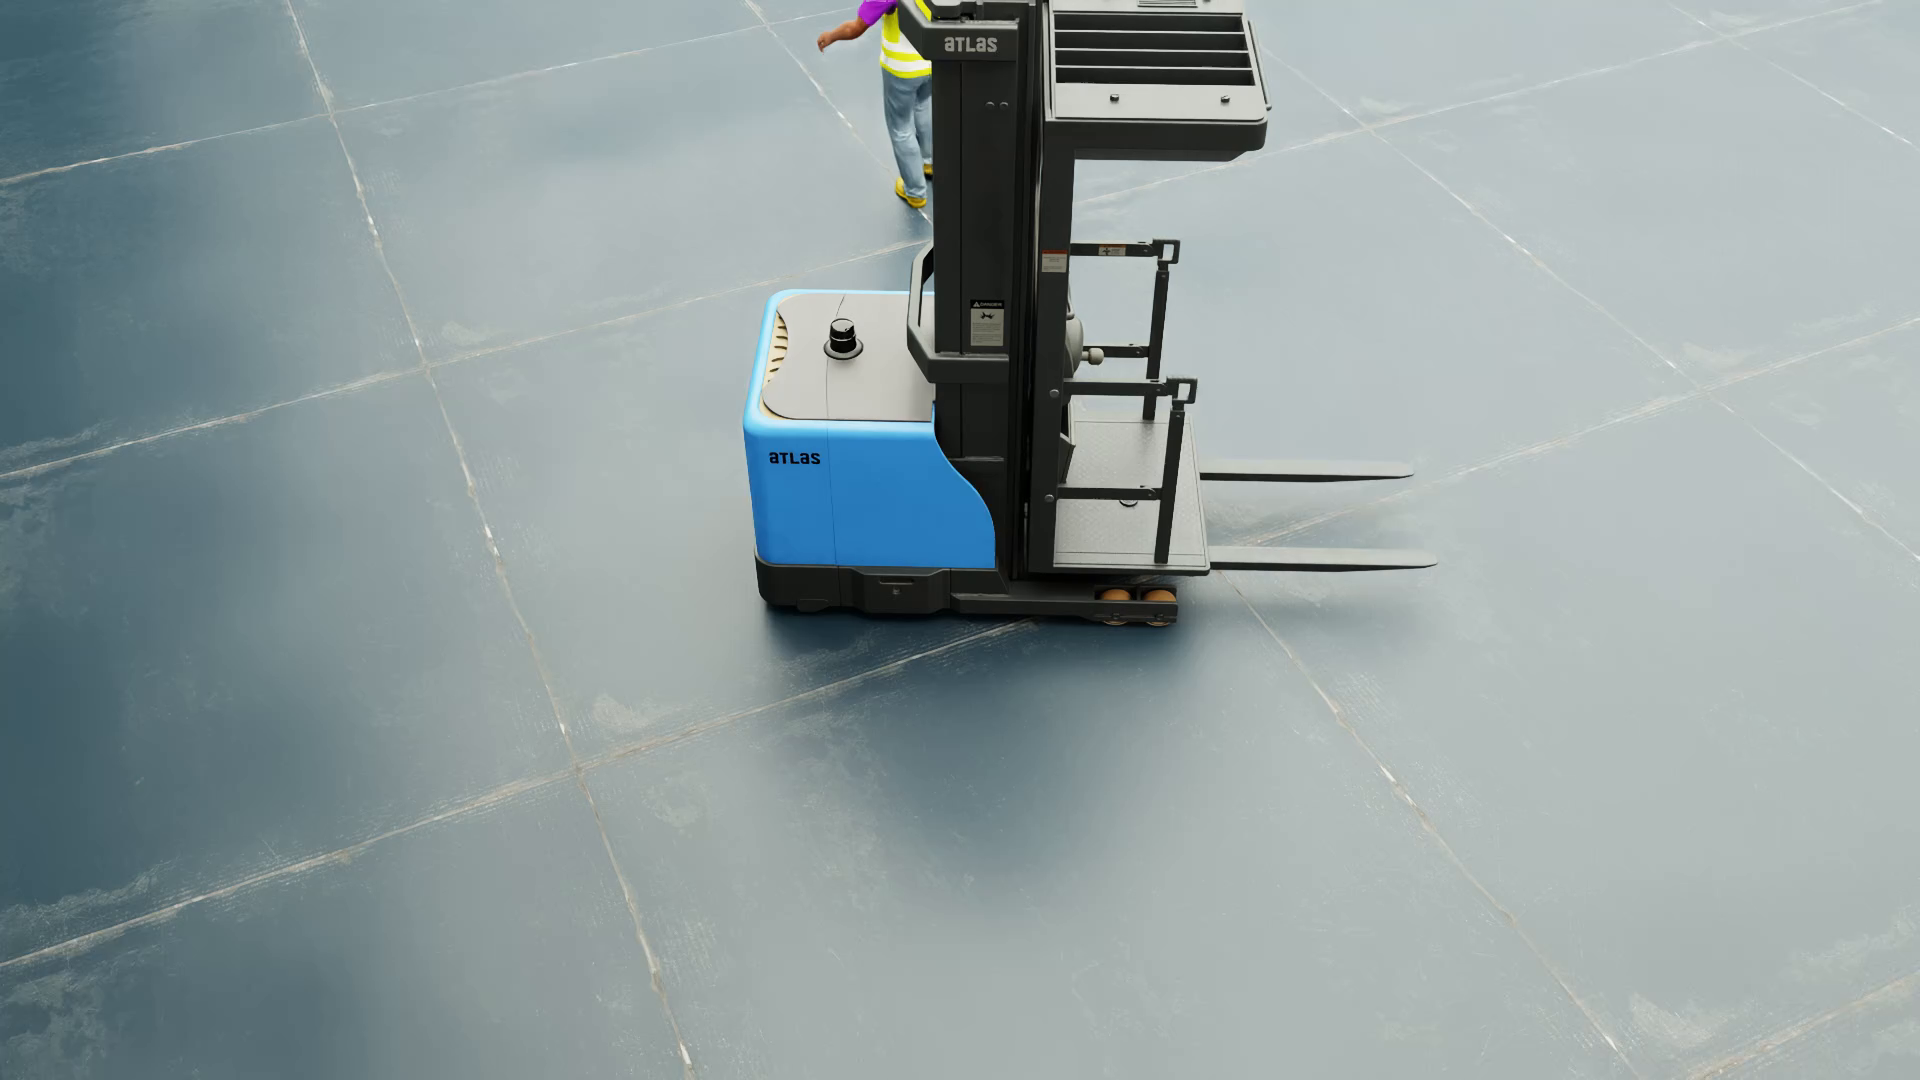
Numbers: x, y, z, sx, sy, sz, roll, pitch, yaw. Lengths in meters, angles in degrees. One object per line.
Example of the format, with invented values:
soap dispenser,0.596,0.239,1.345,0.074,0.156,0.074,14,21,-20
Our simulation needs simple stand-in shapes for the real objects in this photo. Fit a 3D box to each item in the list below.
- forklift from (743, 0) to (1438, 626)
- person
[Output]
forklift,0.619,-1.059,6.815,3.031,2.935,1.130,1,43,1
person,-0.281,-2.766,9.551,1.004,1.792,0.533,-20,46,-20
